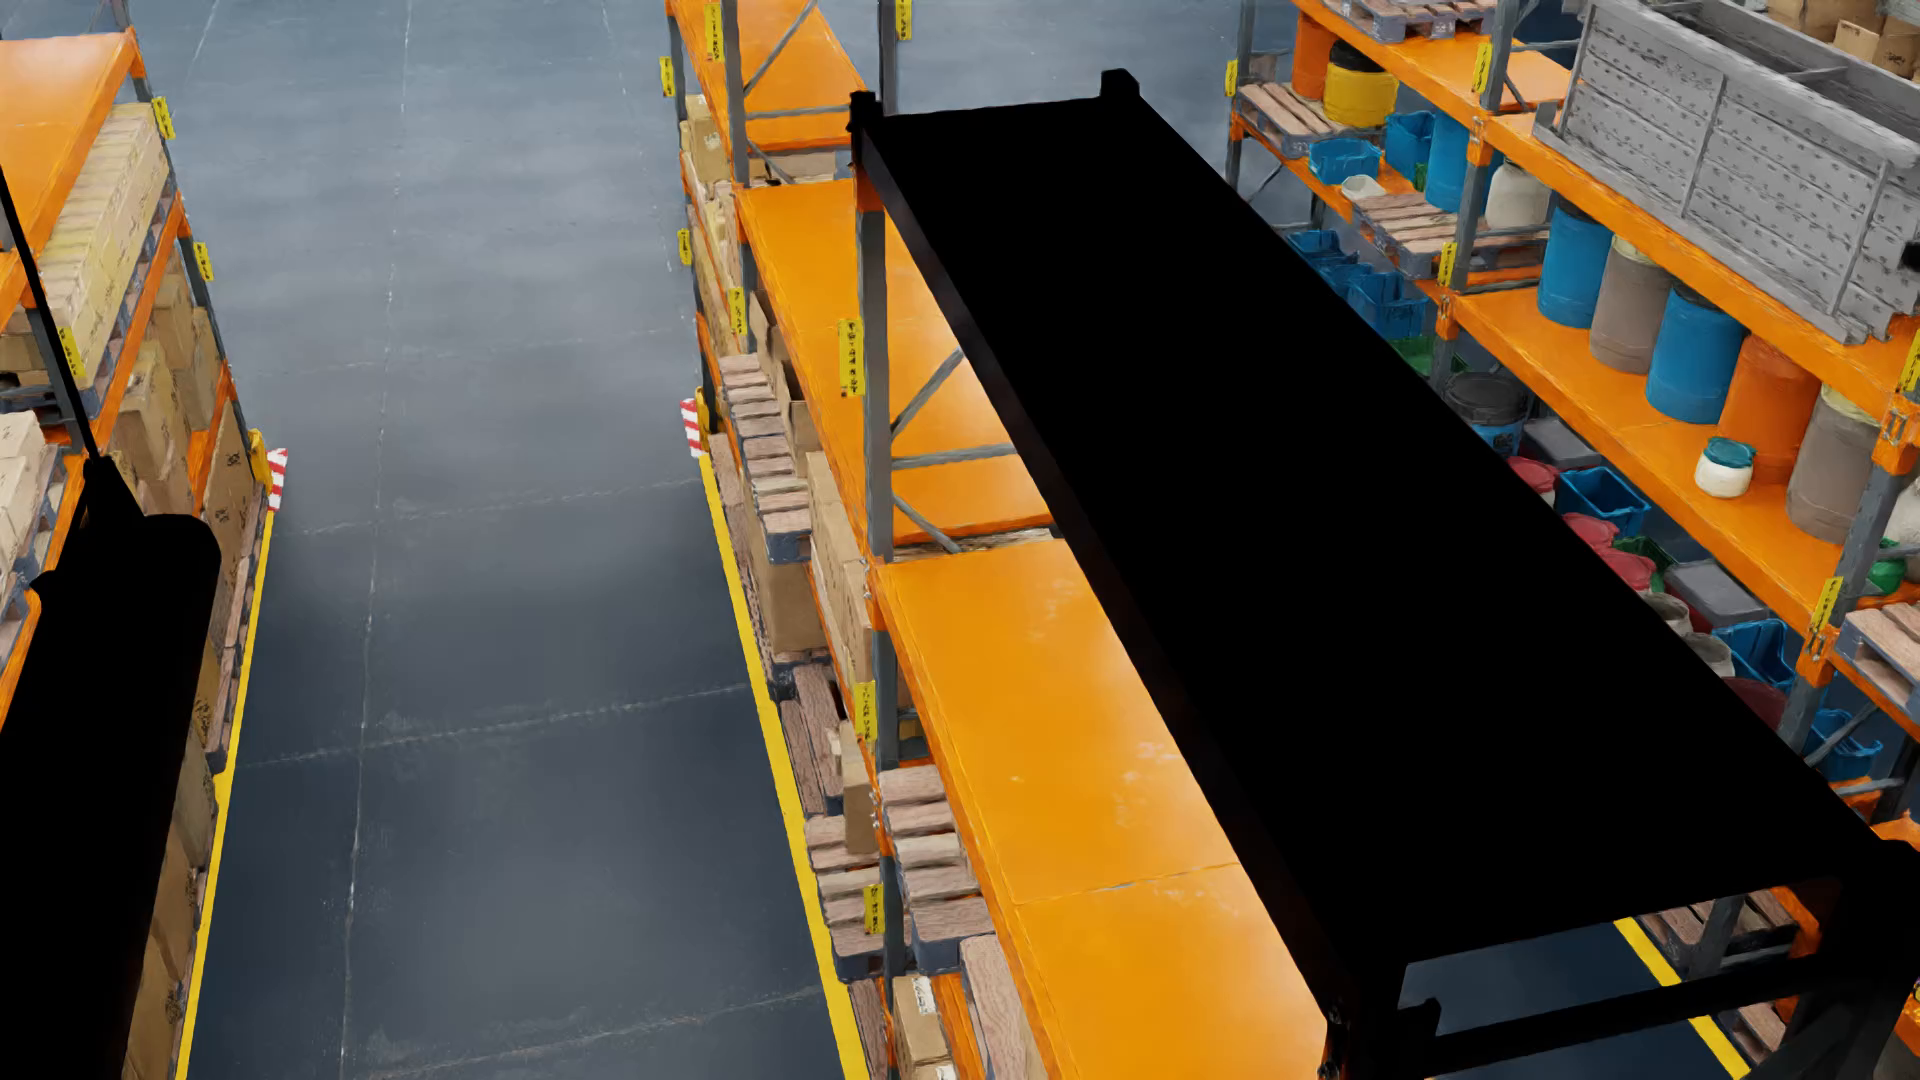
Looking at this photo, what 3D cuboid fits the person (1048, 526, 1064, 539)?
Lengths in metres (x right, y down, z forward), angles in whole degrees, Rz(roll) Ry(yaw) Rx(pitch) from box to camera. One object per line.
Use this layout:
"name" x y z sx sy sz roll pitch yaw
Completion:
"person" 0.755 -0.206 12.969 0.461 1.596 0.999 -9 35 -13
